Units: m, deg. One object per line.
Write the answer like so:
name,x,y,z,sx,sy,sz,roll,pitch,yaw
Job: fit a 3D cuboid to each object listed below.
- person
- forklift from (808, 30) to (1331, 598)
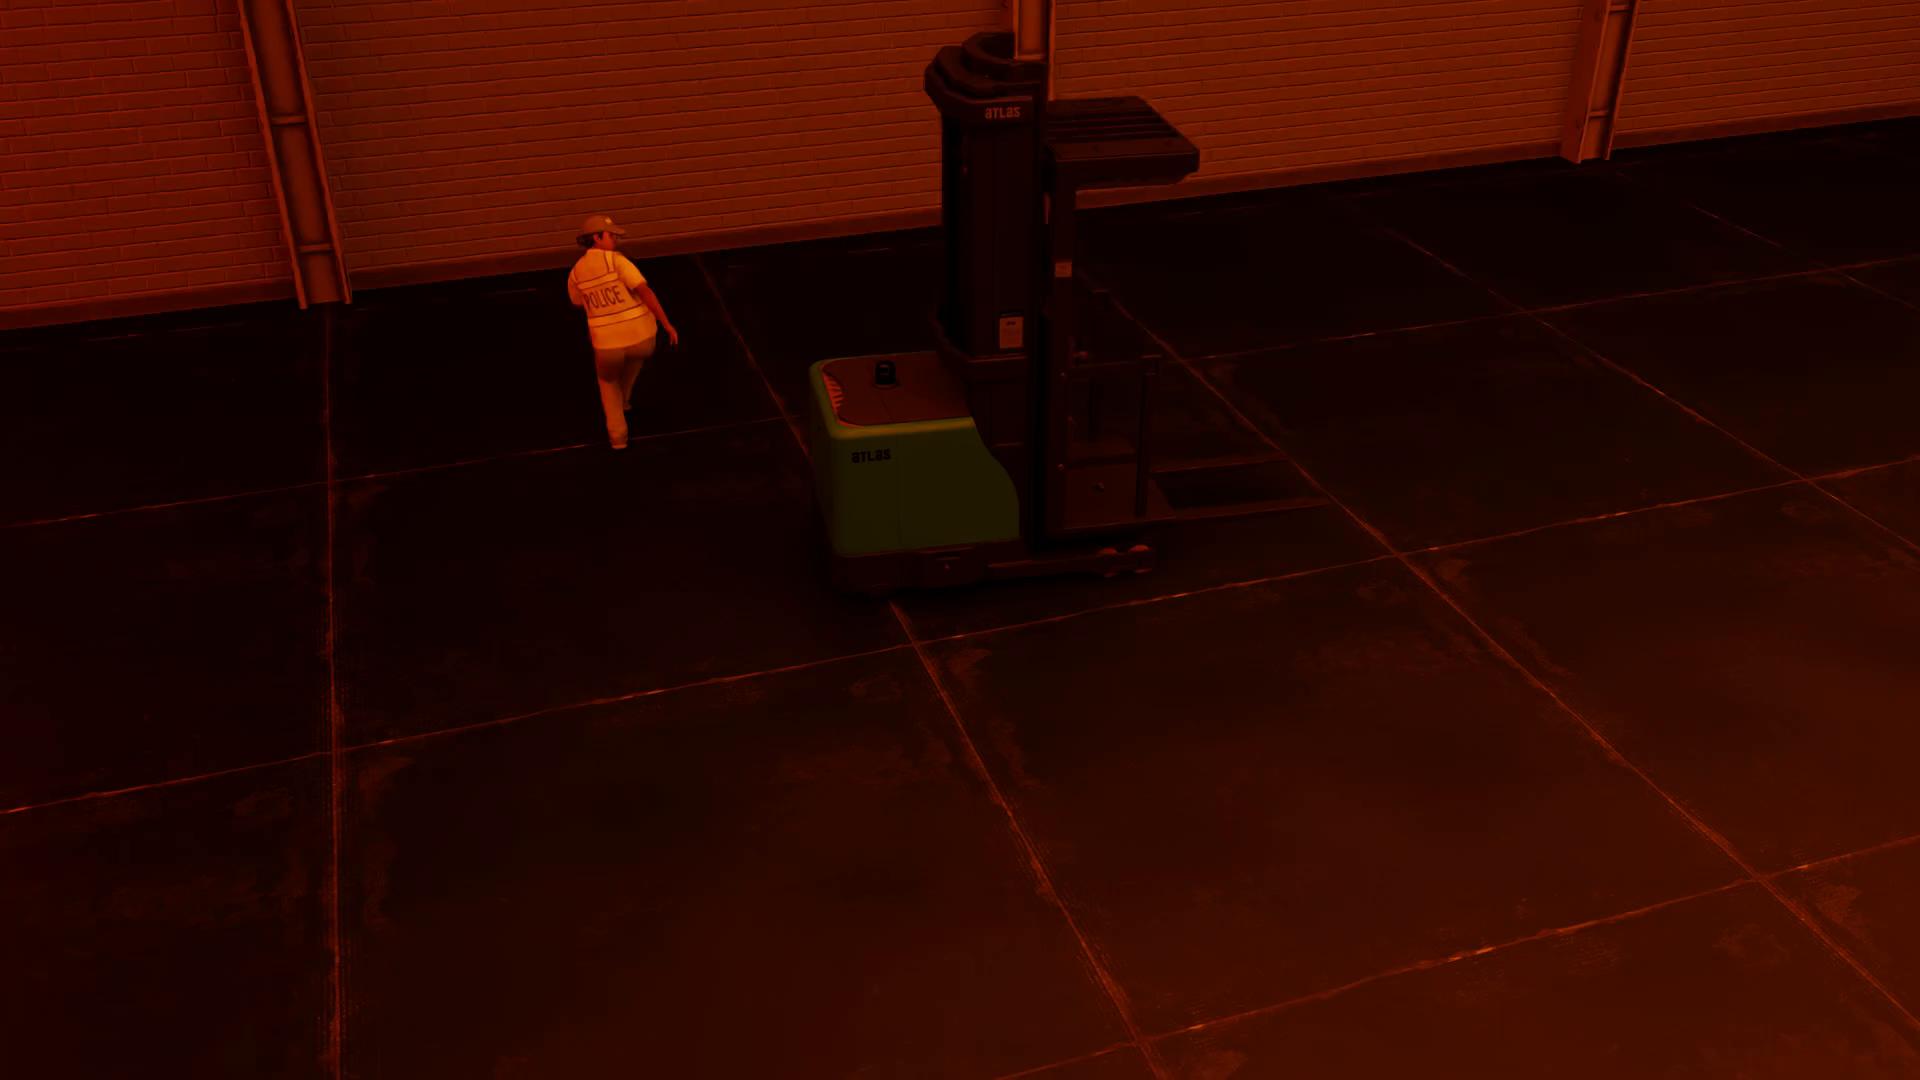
person,-2.198,-1.409,10.988,0.706,1.514,0.755,-3,30,-5
forklift,0.675,-1.307,9.359,3.031,2.935,1.130,-6,30,-10
